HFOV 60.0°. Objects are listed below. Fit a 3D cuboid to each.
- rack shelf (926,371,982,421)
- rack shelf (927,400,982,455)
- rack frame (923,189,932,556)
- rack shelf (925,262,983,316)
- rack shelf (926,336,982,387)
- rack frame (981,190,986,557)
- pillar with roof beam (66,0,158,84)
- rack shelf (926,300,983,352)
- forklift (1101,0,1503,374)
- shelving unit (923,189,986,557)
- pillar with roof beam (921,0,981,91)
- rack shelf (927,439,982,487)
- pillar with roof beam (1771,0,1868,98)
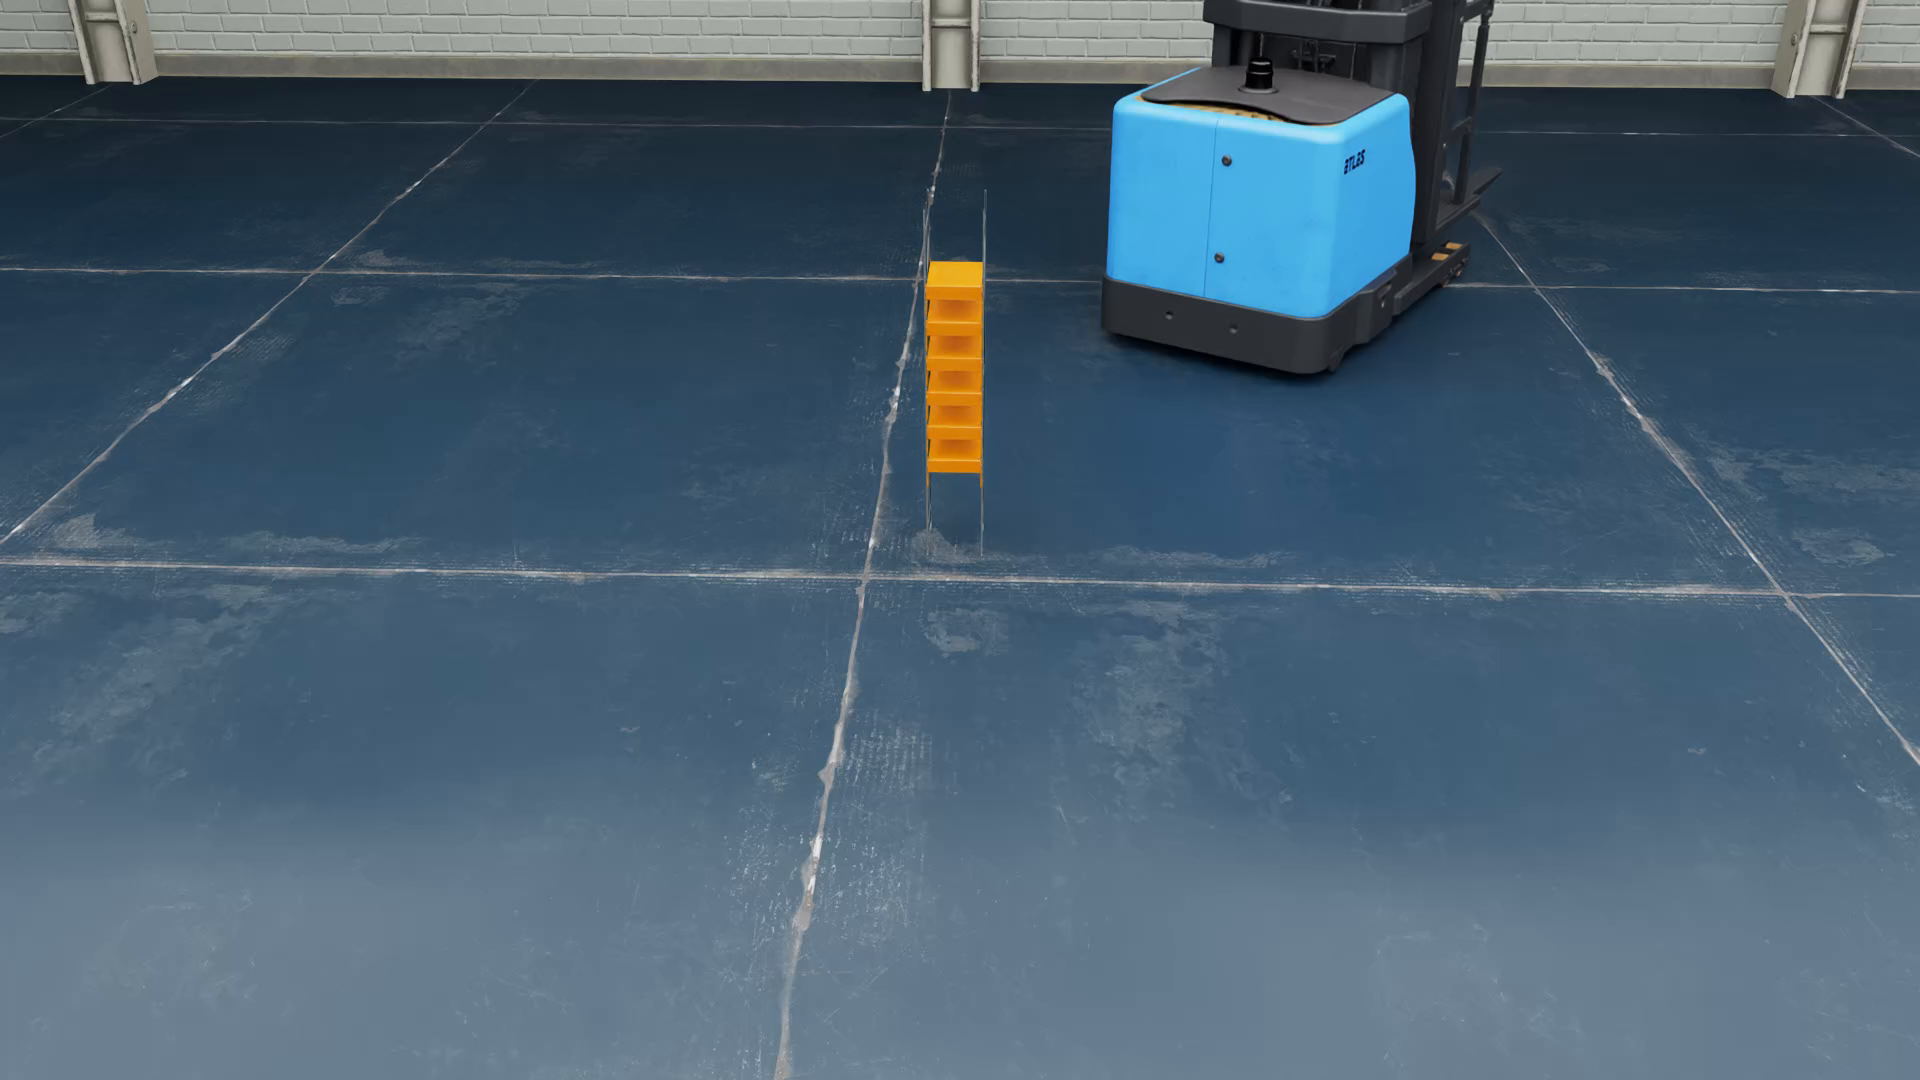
[{"bbox_3d":[-0.014,-0.491,5.490,0.180,0.103,0.258,1,28,2],"label":"rack shelf"},{"bbox_3d":[-0.014,-0.385,5.546,0.180,0.103,0.258,1,28,2],"label":"rack shelf"},{"bbox_3d":[-0.106,-0.532,5.472,0.006,1.200,0.240,1,28,2],"label":"rack frame"},{"bbox_3d":[-0.014,-0.809,5.322,0.180,0.103,0.258,1,28,2],"label":"rack shelf"},{"bbox_3d":[-0.014,-0.597,5.434,0.180,0.103,0.258,1,28,2],"label":"rack shelf"},{"bbox_3d":[0.077,-0.529,5.467,0.006,1.200,0.240,1,28,2],"label":"rack frame"},{"bbox_3d":[-6.209,-5.296,6.133,0.400,9.000,9.100,1,28,2],"label":"pillar with roof beam"},{"bbox_3d":[-0.014,-0.703,5.378,0.180,0.103,0.258,1,28,2],"label":"rack shelf"},{"bbox_3d":[1.857,-2.627,7.577,1.130,2.935,3.031,17,32,29],"label":"forklift"},{"bbox_3d":[-0.014,-0.530,5.469,0.189,1.200,0.258,1,28,2],"label":"shelving unit"},{"bbox_3d":[-0.212,-5.197,5.946,0.400,9.000,9.100,1,28,2],"label":"pillar with roof beam"},{"bbox_3d":[-0.014,-0.279,5.603,0.180,0.103,0.258,1,28,2],"label":"rack shelf"},{"bbox_3d":[5.784,-5.098,5.759,0.400,9.000,9.100,1,28,2],"label":"pillar with roof beam"}]
